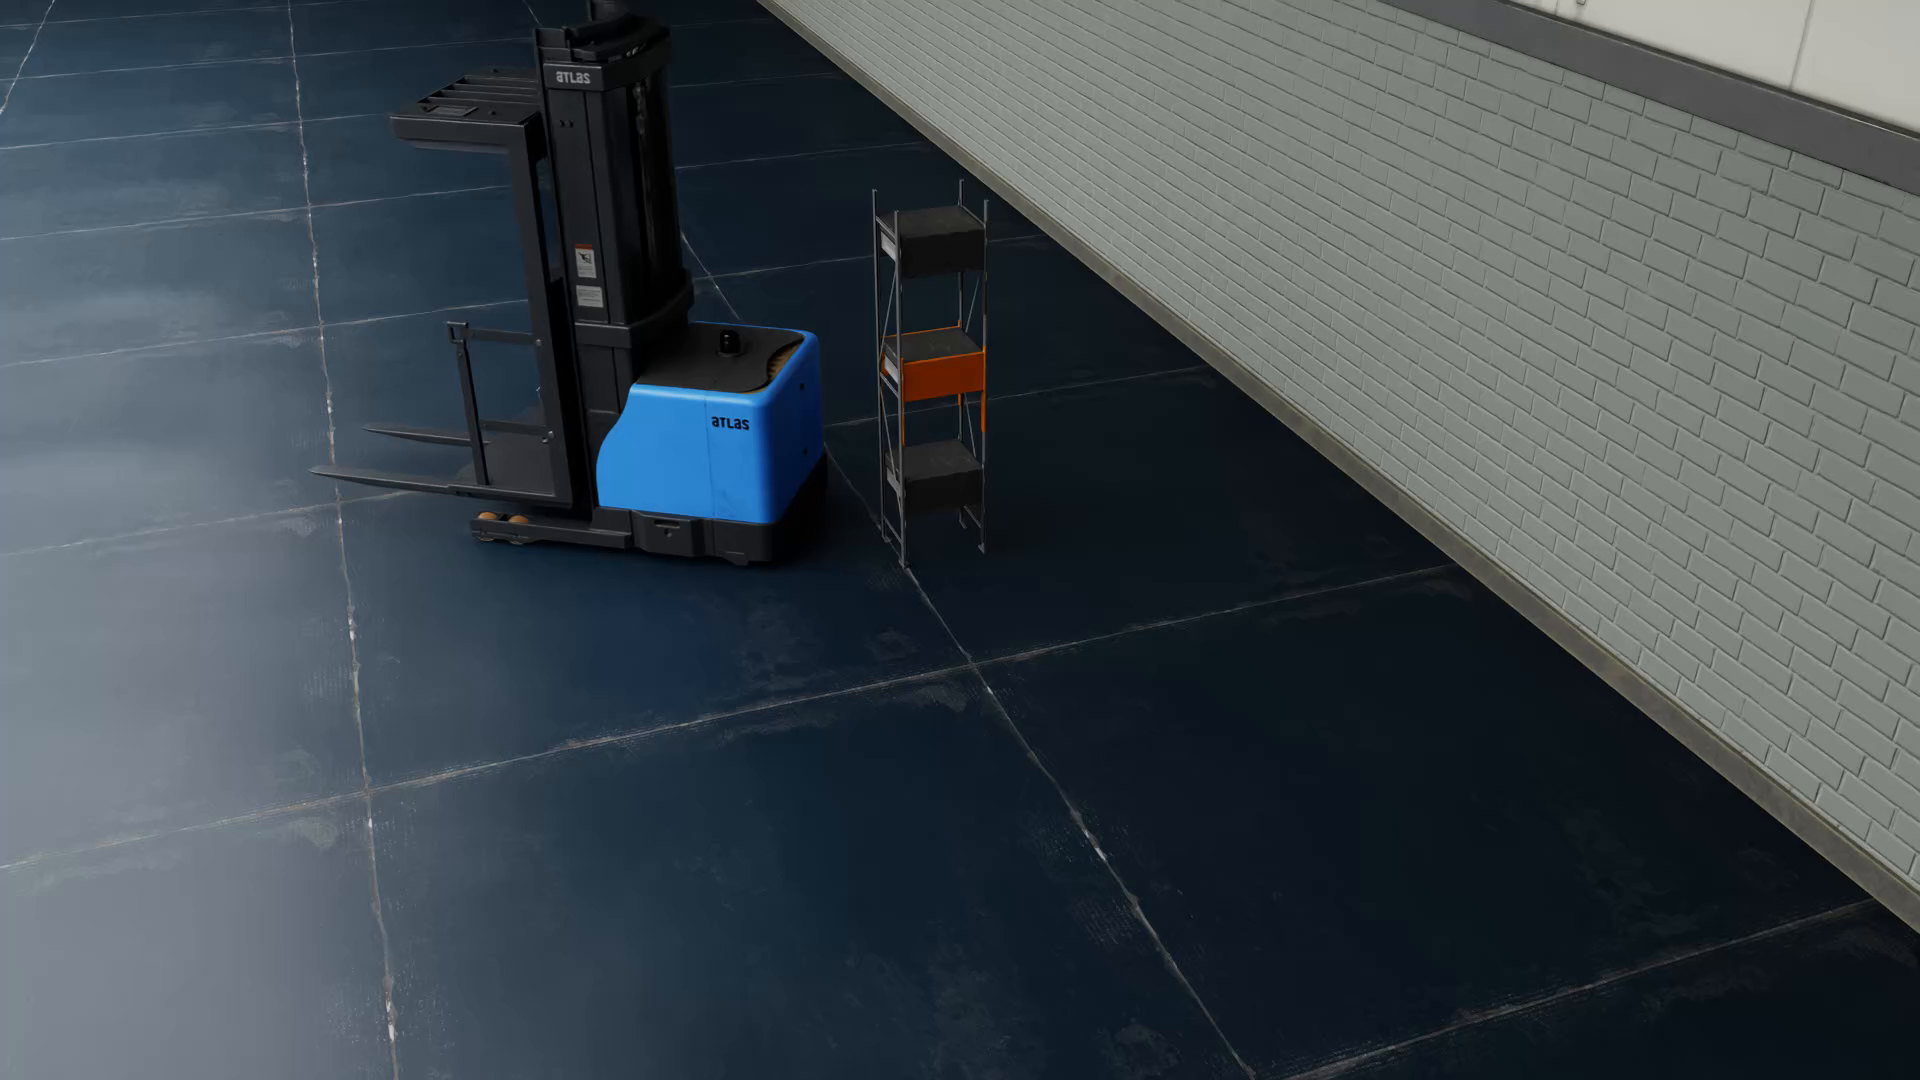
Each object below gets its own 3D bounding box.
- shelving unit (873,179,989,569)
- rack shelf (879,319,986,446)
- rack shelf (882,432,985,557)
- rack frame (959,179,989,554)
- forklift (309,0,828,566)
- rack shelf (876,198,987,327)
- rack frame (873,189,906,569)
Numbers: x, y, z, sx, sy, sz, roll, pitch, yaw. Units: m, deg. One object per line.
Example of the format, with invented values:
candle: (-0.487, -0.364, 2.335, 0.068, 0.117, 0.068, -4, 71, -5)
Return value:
shelving unit: (-0.155, -0.884, 9.180, 0.503, 2.100, 0.431, -10, 31, -18)
rack shelf: (-0.155, -0.872, 9.187, 0.480, 0.518, 0.431, -10, 31, -18)
rack shelf: (-0.155, -0.264, 9.533, 0.480, 0.518, 0.431, -10, 31, -18)
rack frame: (0.074, -0.926, 9.254, 0.015, 2.100, 0.400, -10, 31, -18)
forklift: (-2.382, -1.493, 9.409, 3.031, 2.935, 1.130, 6, 30, 11)
rack shelf: (-0.155, -1.480, 8.840, 0.480, 0.518, 0.431, -10, 31, -18)
rack frame: (-0.384, -0.842, 9.106, 0.015, 2.100, 0.400, -10, 31, -18)
